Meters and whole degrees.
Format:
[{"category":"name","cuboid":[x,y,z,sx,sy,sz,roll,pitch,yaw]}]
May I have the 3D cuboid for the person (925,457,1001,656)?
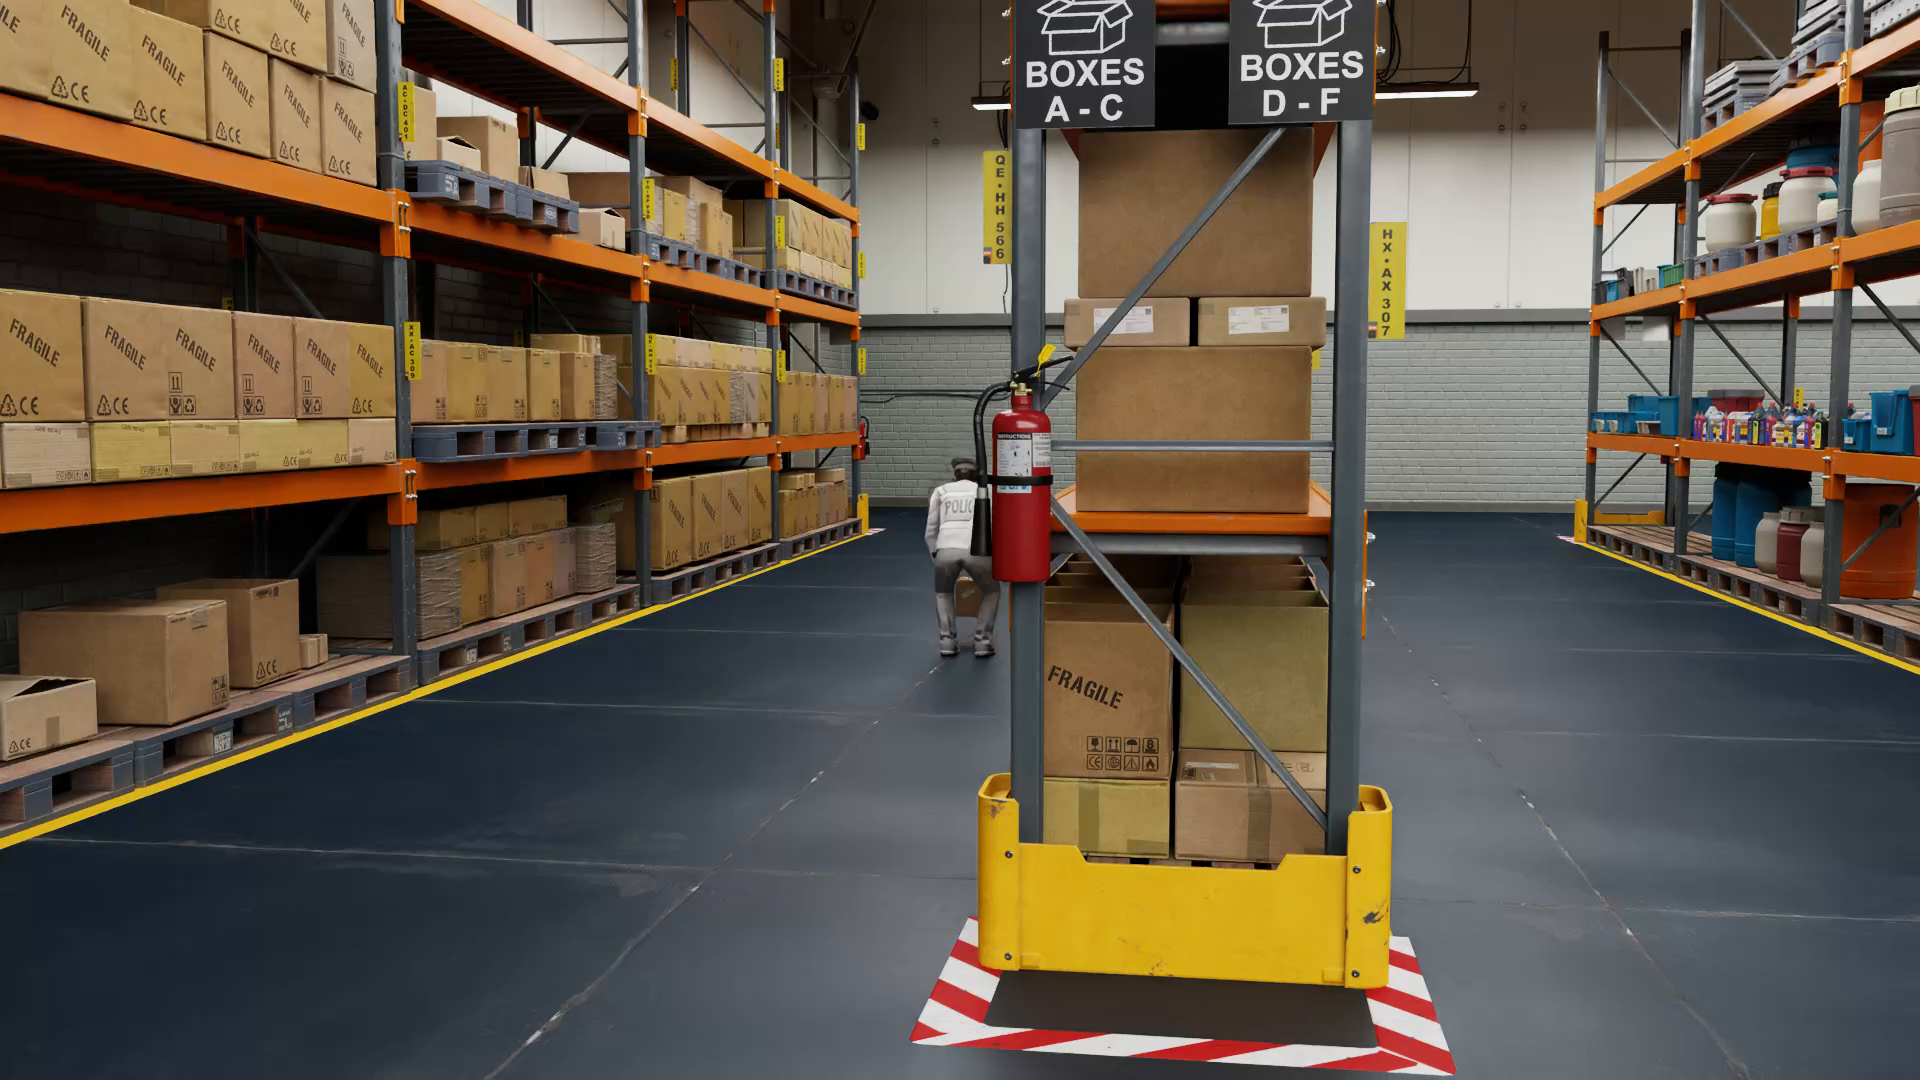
[{"category":"person","cuboid":[0.019,0.104,10.959,0.534,1.294,0.749,1,5,9]}]
